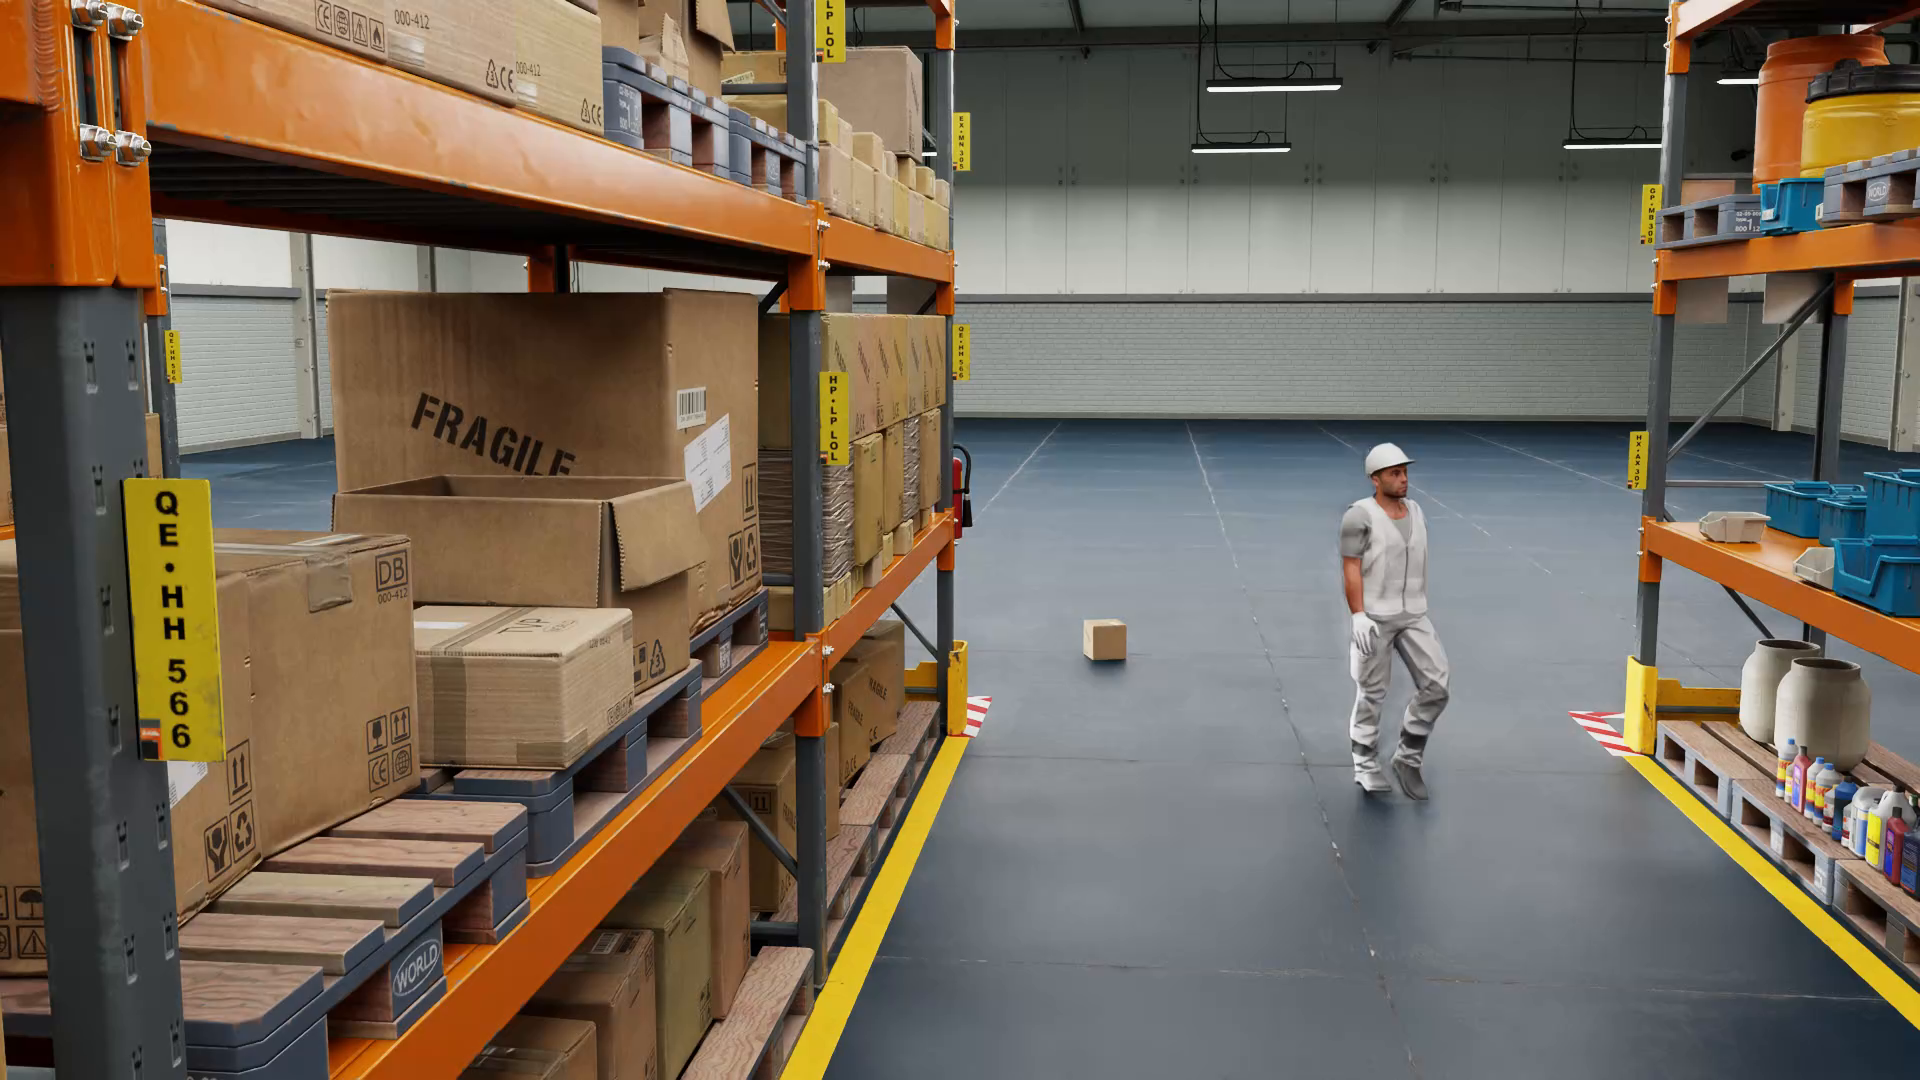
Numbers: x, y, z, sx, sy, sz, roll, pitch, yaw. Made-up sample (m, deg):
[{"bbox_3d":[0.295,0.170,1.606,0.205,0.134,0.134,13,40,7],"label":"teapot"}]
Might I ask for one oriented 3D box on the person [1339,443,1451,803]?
[{"bbox_3d":[2.184,0.427,8.385,0.538,1.823,0.473,-3,8,-19],"label":"person"}]
